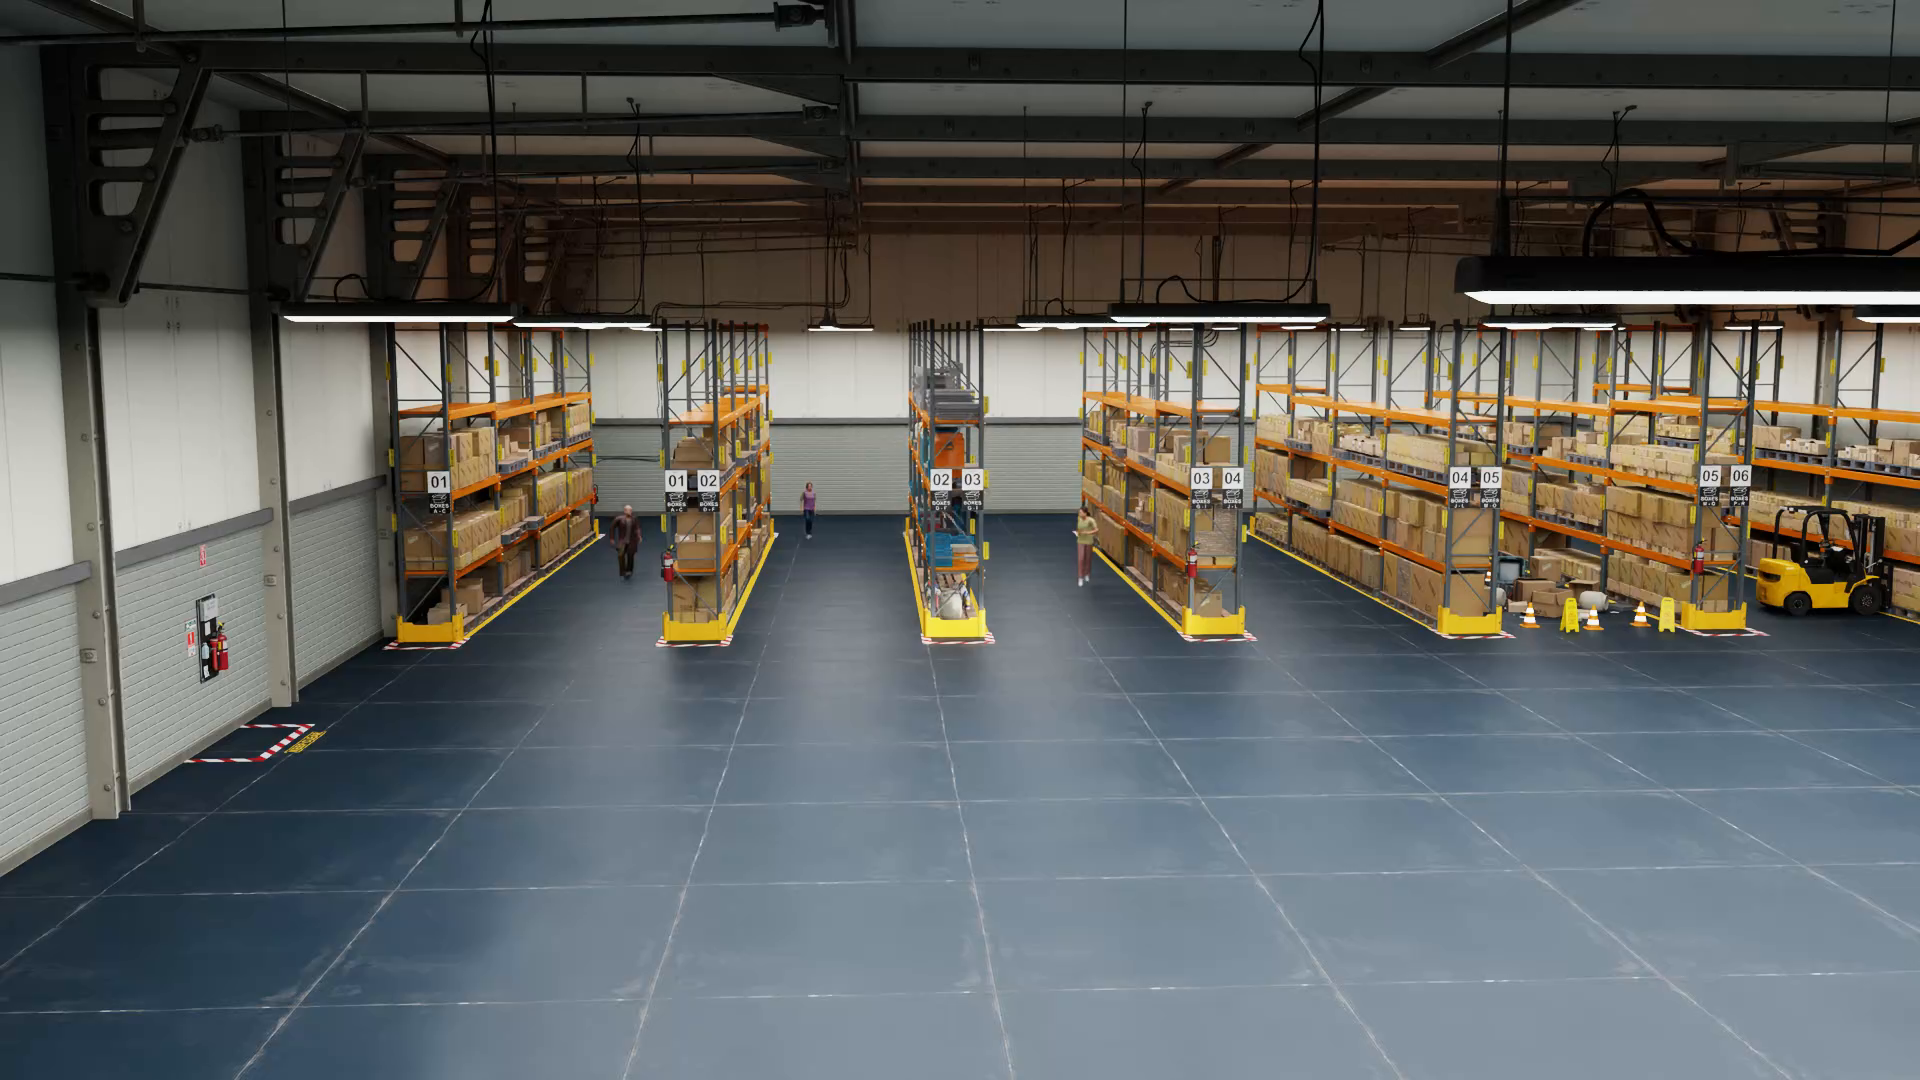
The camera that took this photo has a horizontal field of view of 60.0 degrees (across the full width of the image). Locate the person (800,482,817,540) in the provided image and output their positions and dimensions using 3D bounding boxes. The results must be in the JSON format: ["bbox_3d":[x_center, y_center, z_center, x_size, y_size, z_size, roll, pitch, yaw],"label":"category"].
[{"bbox_3d":[-4.259,-0.824,46.824,0.475,1.632,0.611,-2,7,-17],"label":"person"}]

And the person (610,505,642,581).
[{"bbox_3d":[-7.835,0.083,39.057,0.776,1.811,0.936,-1,7,-4],"label":"person"}]

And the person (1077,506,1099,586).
[{"bbox_3d":[2.801,0.108,36.497,0.471,1.720,0.795,1,7,5],"label":"person"}]
